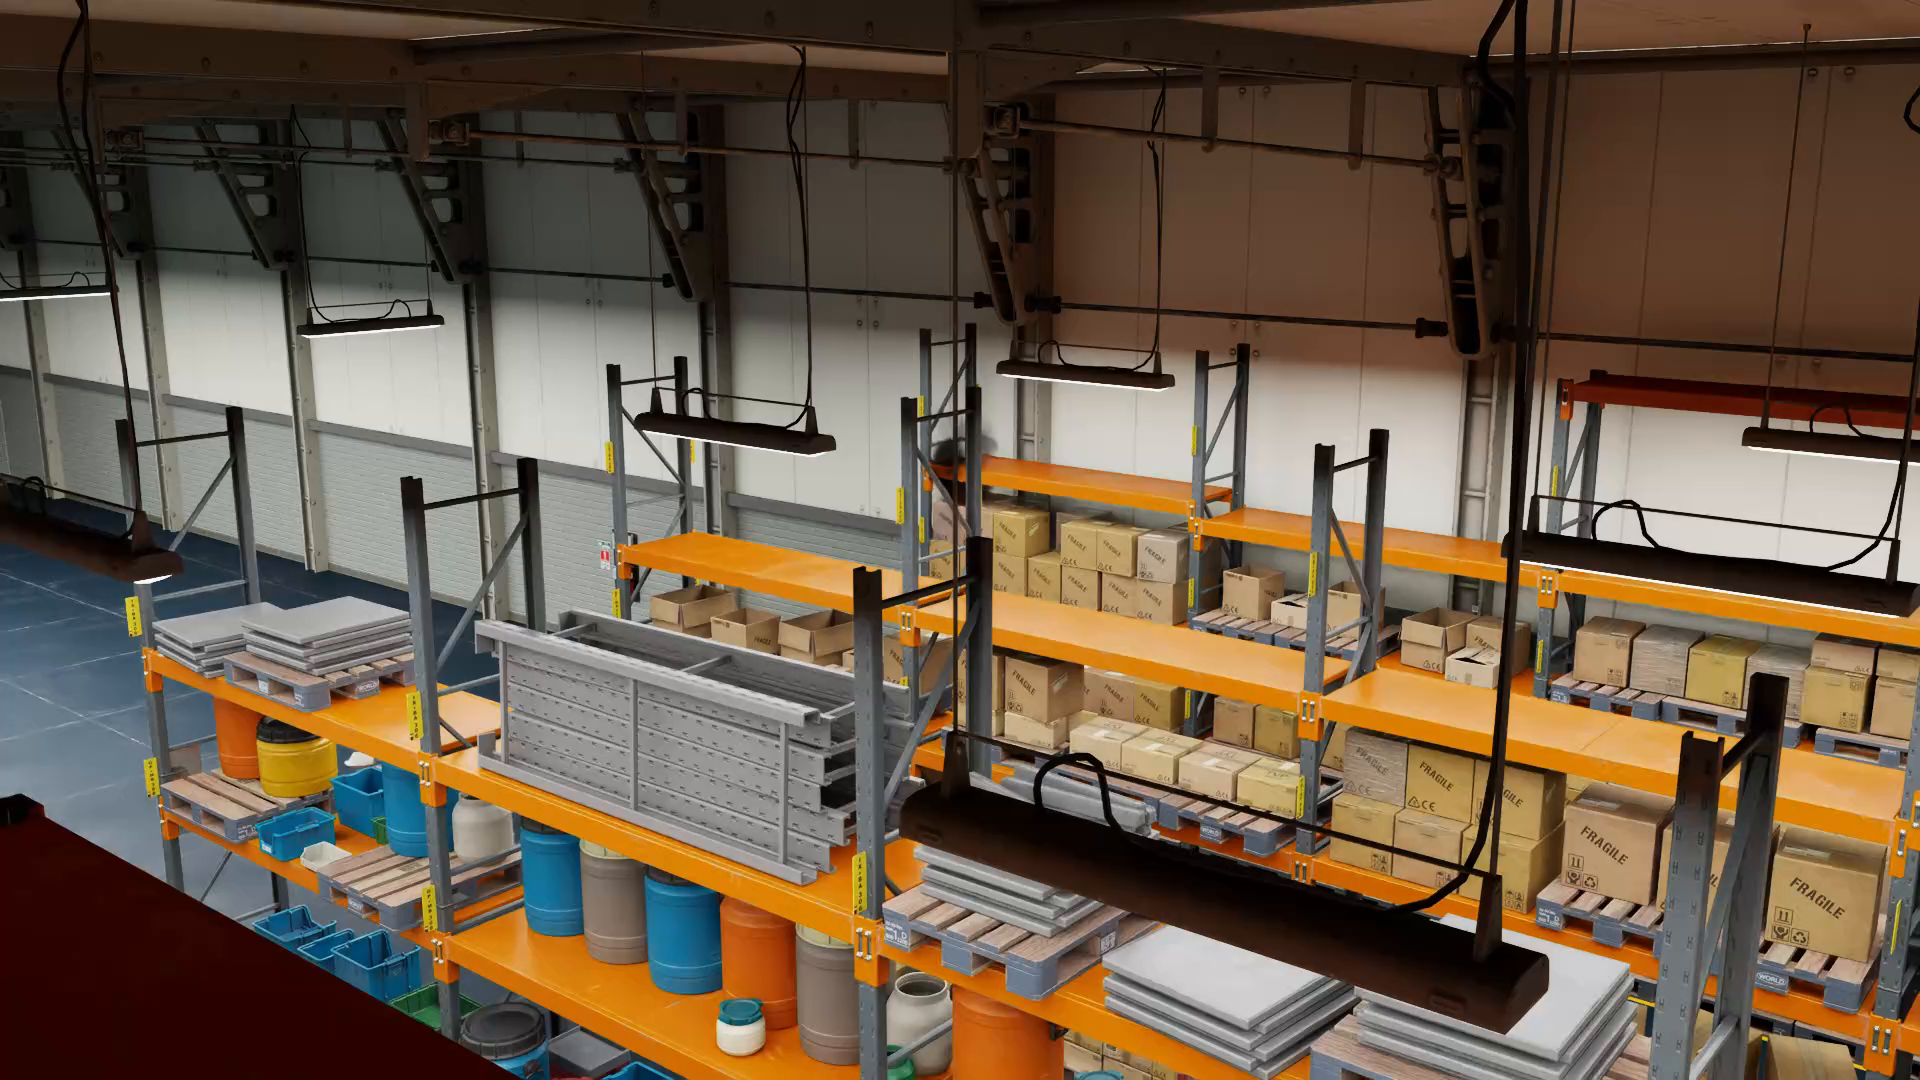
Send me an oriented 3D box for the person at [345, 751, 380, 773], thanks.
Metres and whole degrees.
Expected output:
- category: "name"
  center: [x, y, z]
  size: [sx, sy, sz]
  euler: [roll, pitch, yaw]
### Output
- category: "person"
  center: [-6.344, 3.136, 18.624]
  size: [0.920, 1.736, 0.660]
  euler: [-7, 15, -30]
